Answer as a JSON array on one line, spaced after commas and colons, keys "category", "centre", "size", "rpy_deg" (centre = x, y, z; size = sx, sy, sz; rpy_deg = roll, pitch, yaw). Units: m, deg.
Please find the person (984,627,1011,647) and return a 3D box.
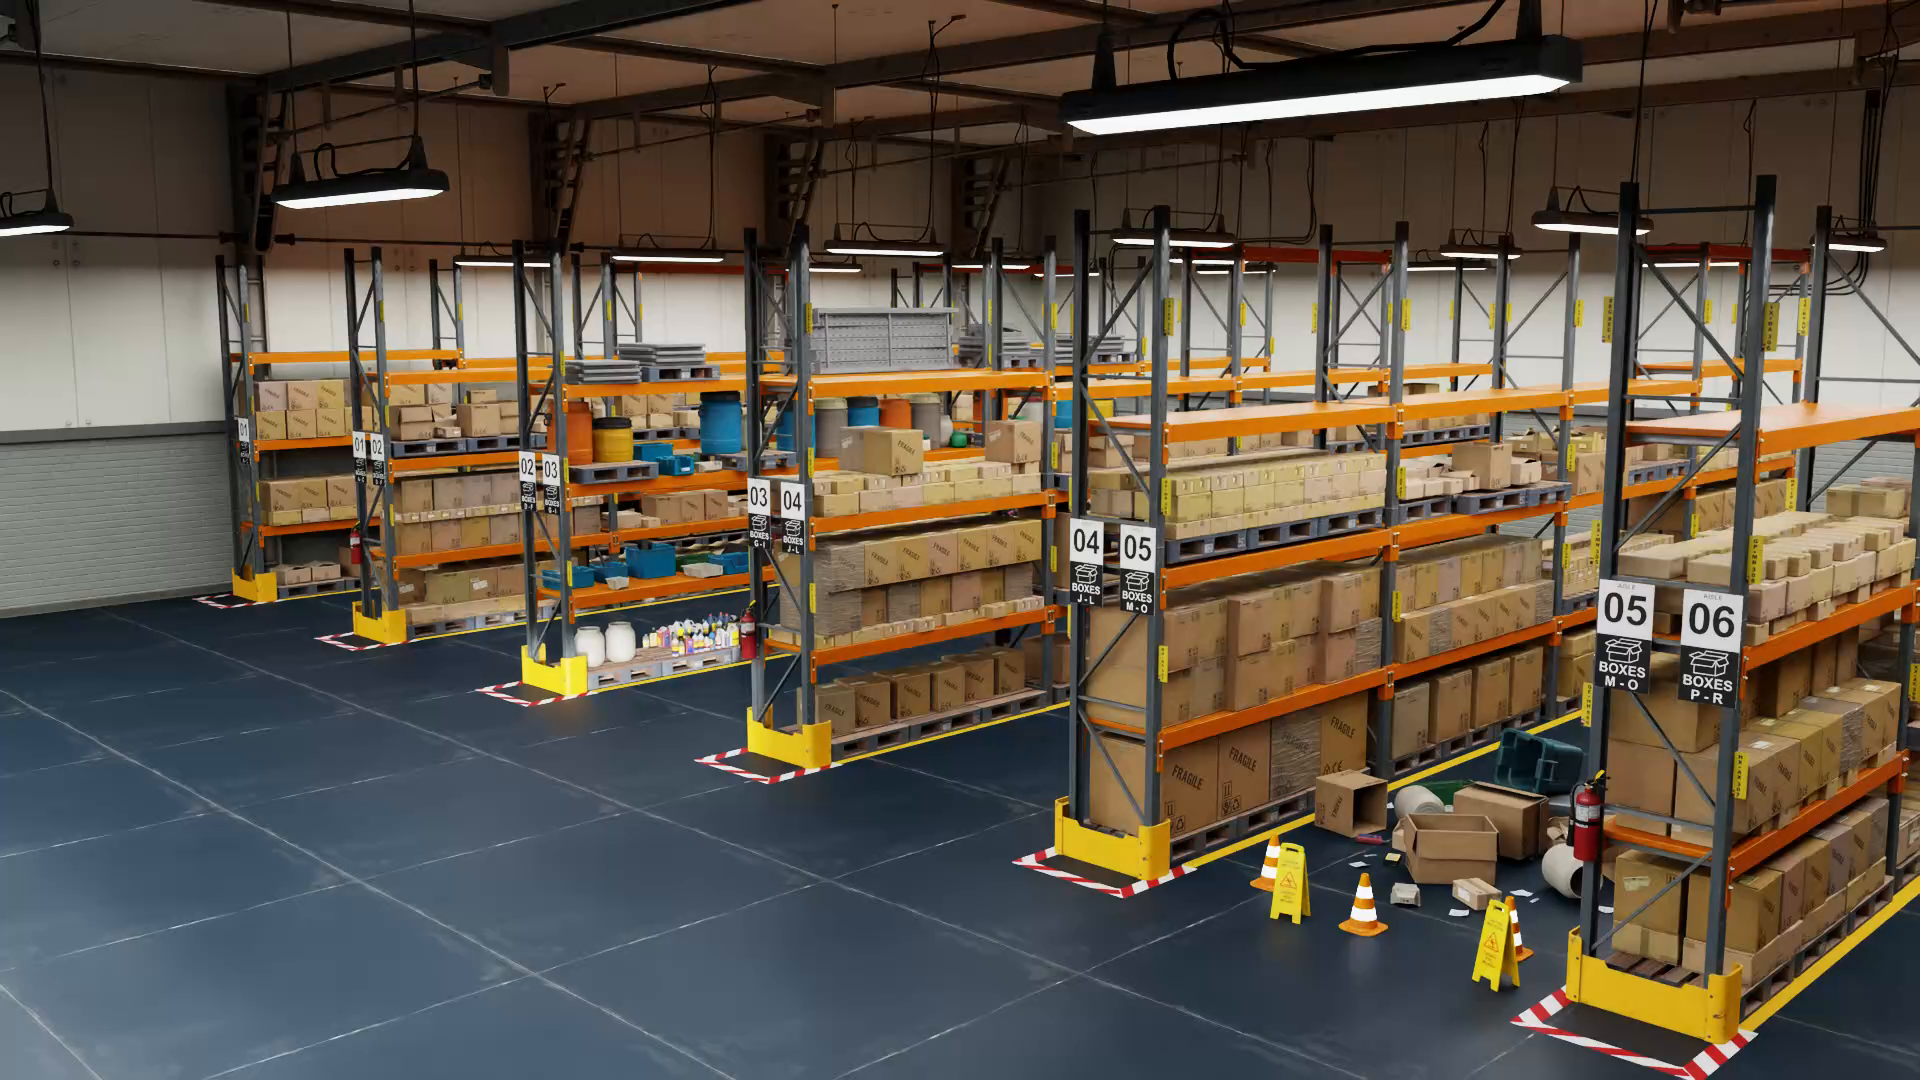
[{"category": "person", "centre": [0.558, 0.694, 23.720], "size": [0.392, 1.650, 0.518], "rpy_deg": [5, 10, 33]}]
